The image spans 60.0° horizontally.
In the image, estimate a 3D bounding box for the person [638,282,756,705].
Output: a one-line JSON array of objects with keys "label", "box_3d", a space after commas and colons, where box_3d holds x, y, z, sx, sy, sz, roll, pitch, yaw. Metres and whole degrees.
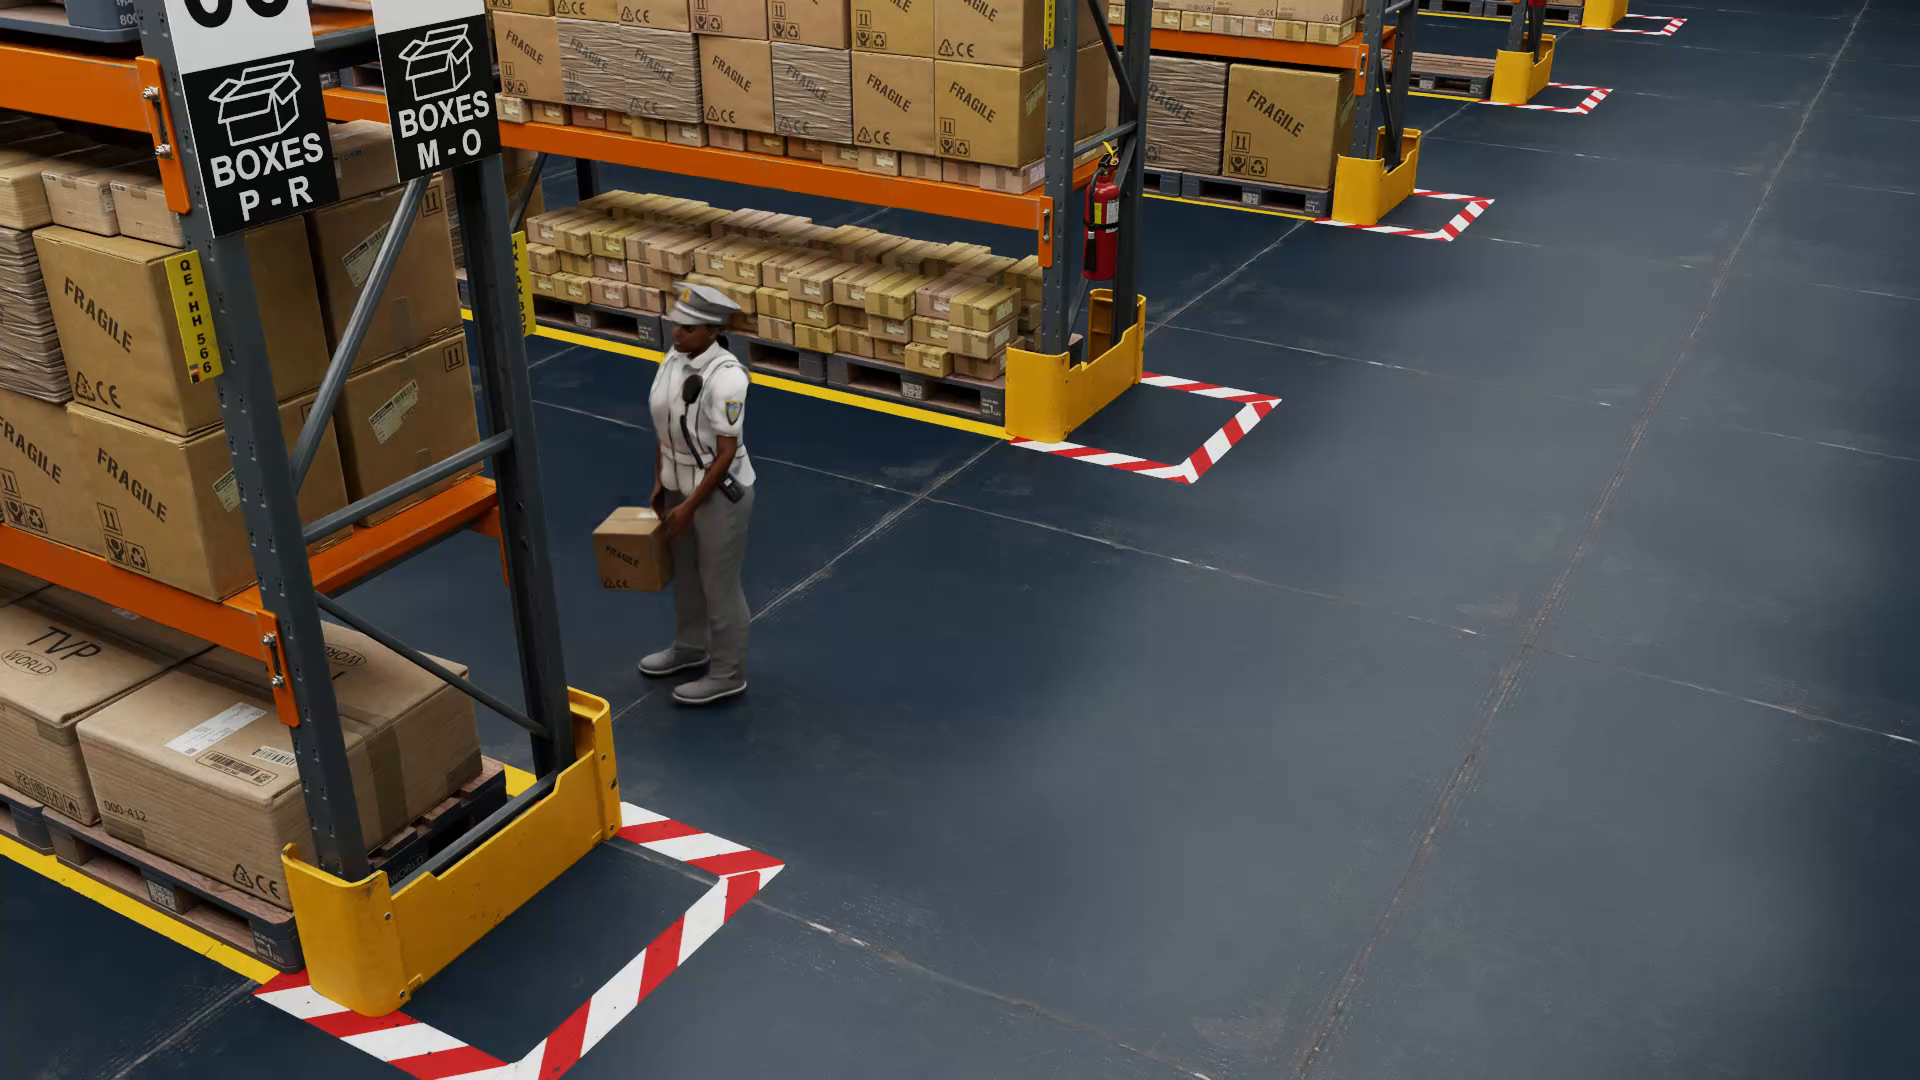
[{"label": "person", "box_3d": [-1.044, -0.185, 6.415, 0.422, 1.702, 0.532, -23, 34, -37]}]
